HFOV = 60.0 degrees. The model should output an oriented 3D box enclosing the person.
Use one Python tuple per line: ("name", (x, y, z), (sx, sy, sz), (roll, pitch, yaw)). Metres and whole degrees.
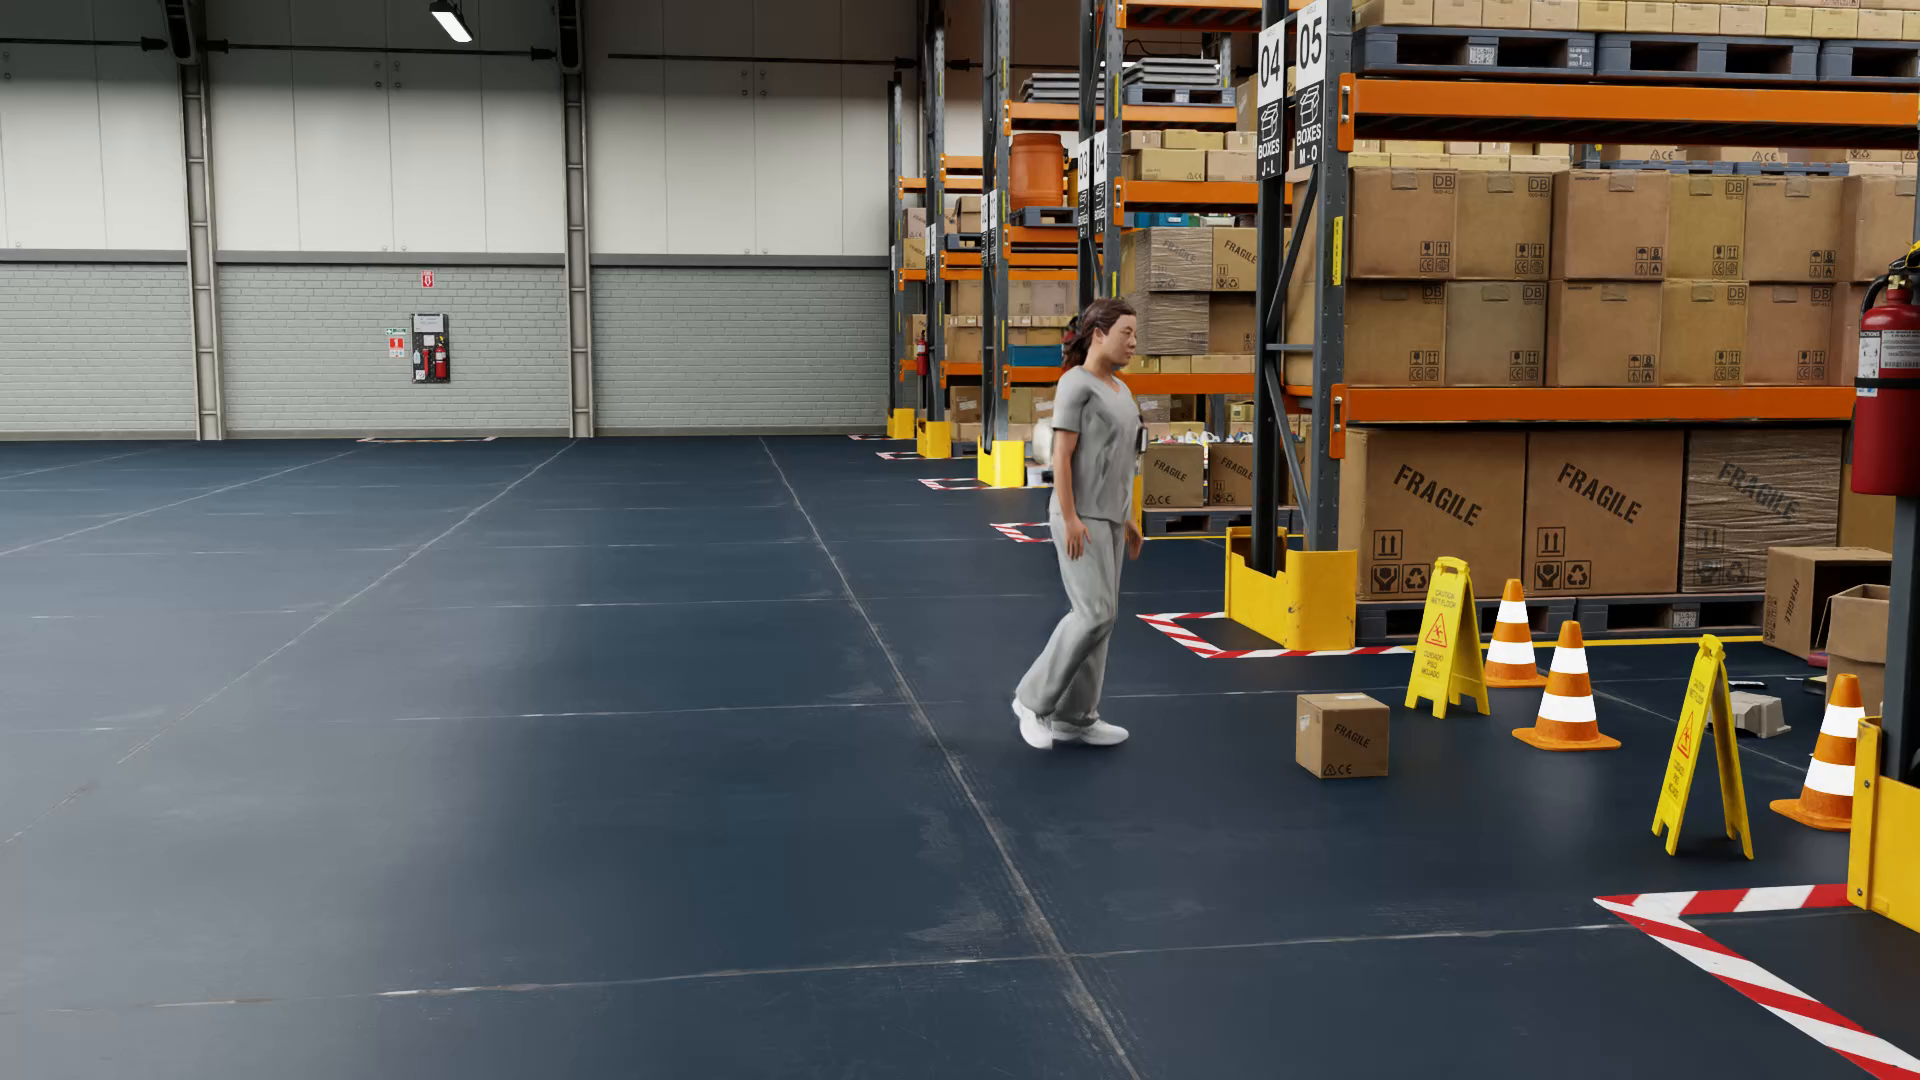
("person", (0.448, -0.057, 6.164), (0.428, 1.667, 0.555), (5, 8, 35))
